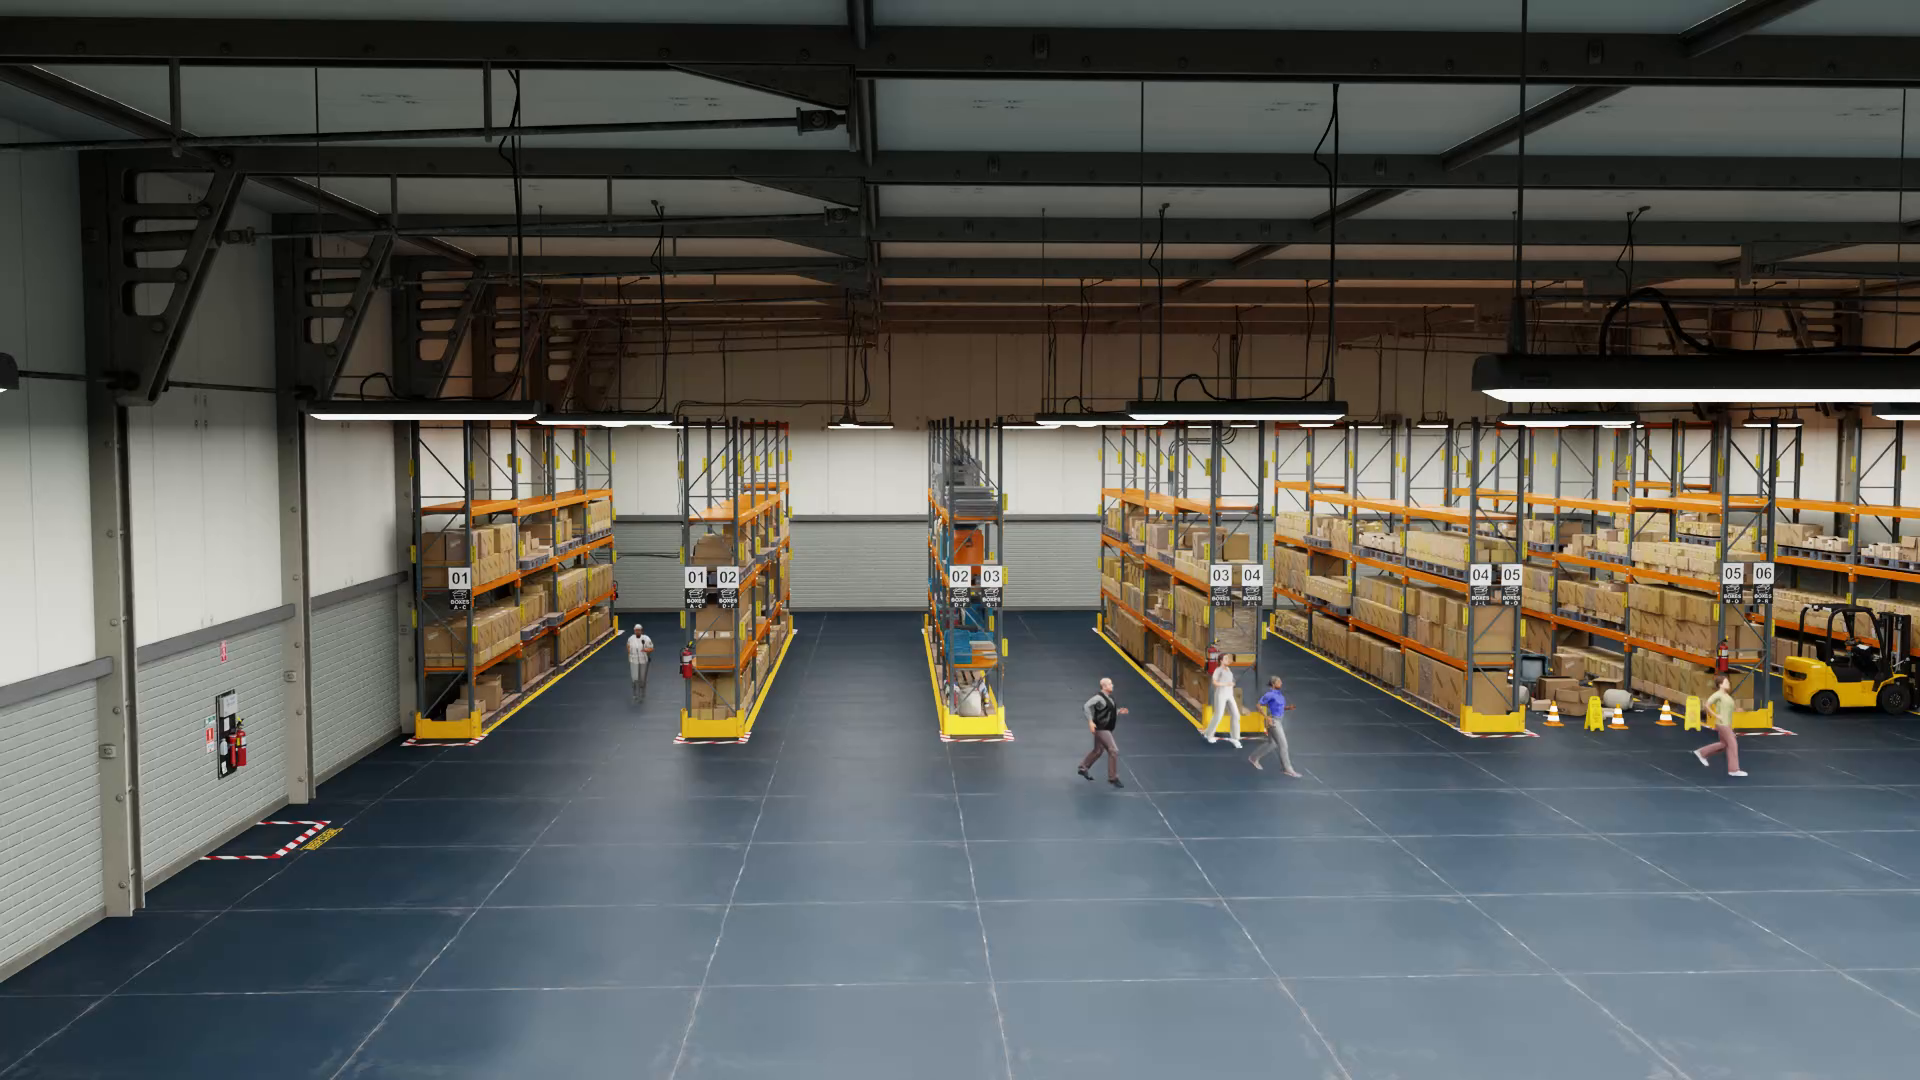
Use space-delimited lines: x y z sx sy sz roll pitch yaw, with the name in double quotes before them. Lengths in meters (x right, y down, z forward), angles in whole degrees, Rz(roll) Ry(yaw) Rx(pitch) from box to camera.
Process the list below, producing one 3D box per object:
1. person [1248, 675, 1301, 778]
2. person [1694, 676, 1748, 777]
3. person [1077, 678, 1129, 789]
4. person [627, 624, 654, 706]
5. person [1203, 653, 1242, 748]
"person" 5.221 3.072 27.611 0.934 1.655 0.573 2 4 25
"person" 12.707 3.080 27.743 0.894 1.643 0.589 4 5 43
"person" 2.296 3.101 26.828 0.869 1.773 0.627 1 4 20
"person" -6.724 2.629 35.002 0.574 1.737 0.754 -1 4 -8
"person" 4.799 2.899 30.243 0.571 1.710 0.782 -3 5 -40
